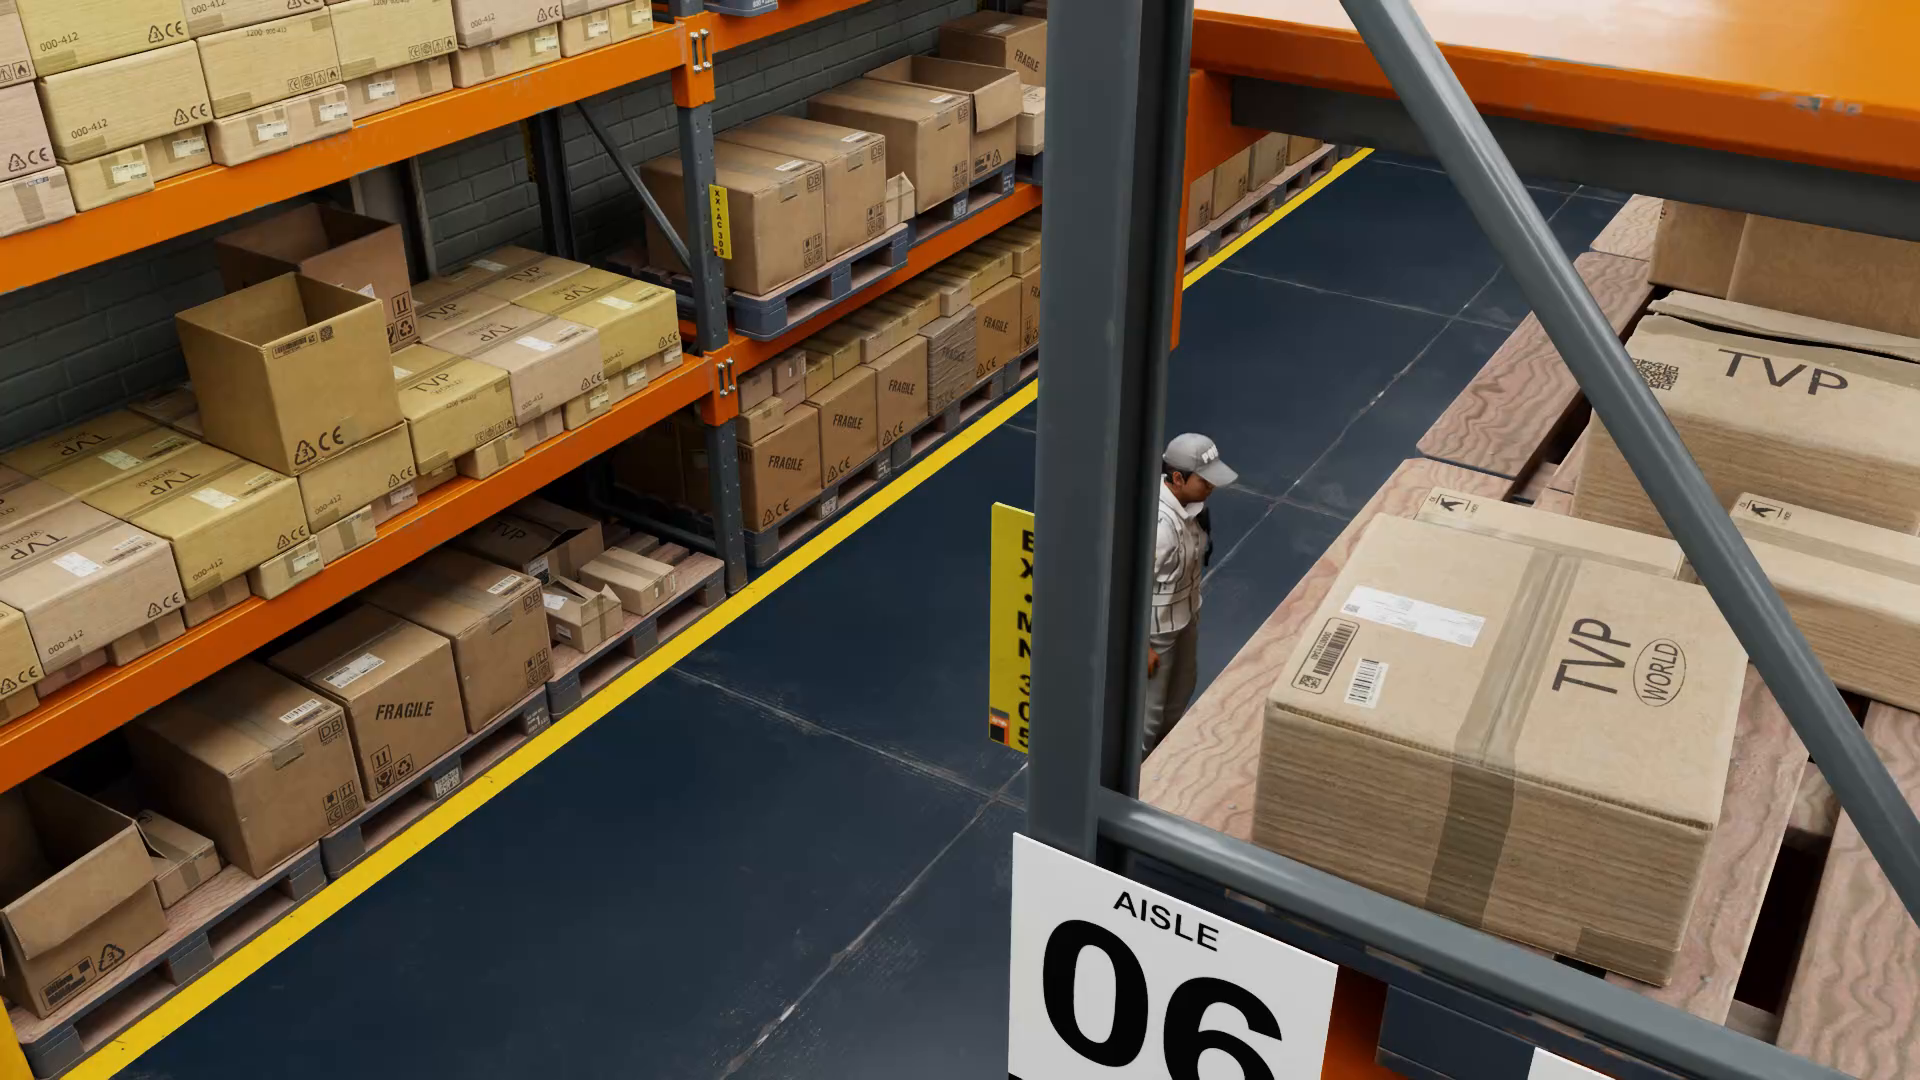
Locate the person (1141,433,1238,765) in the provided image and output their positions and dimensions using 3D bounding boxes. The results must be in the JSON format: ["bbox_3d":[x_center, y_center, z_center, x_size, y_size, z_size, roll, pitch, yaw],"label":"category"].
[{"bbox_3d":[0.800,0.331,6.566,0.468,1.667,0.557,17,34,26],"label":"person"}]
